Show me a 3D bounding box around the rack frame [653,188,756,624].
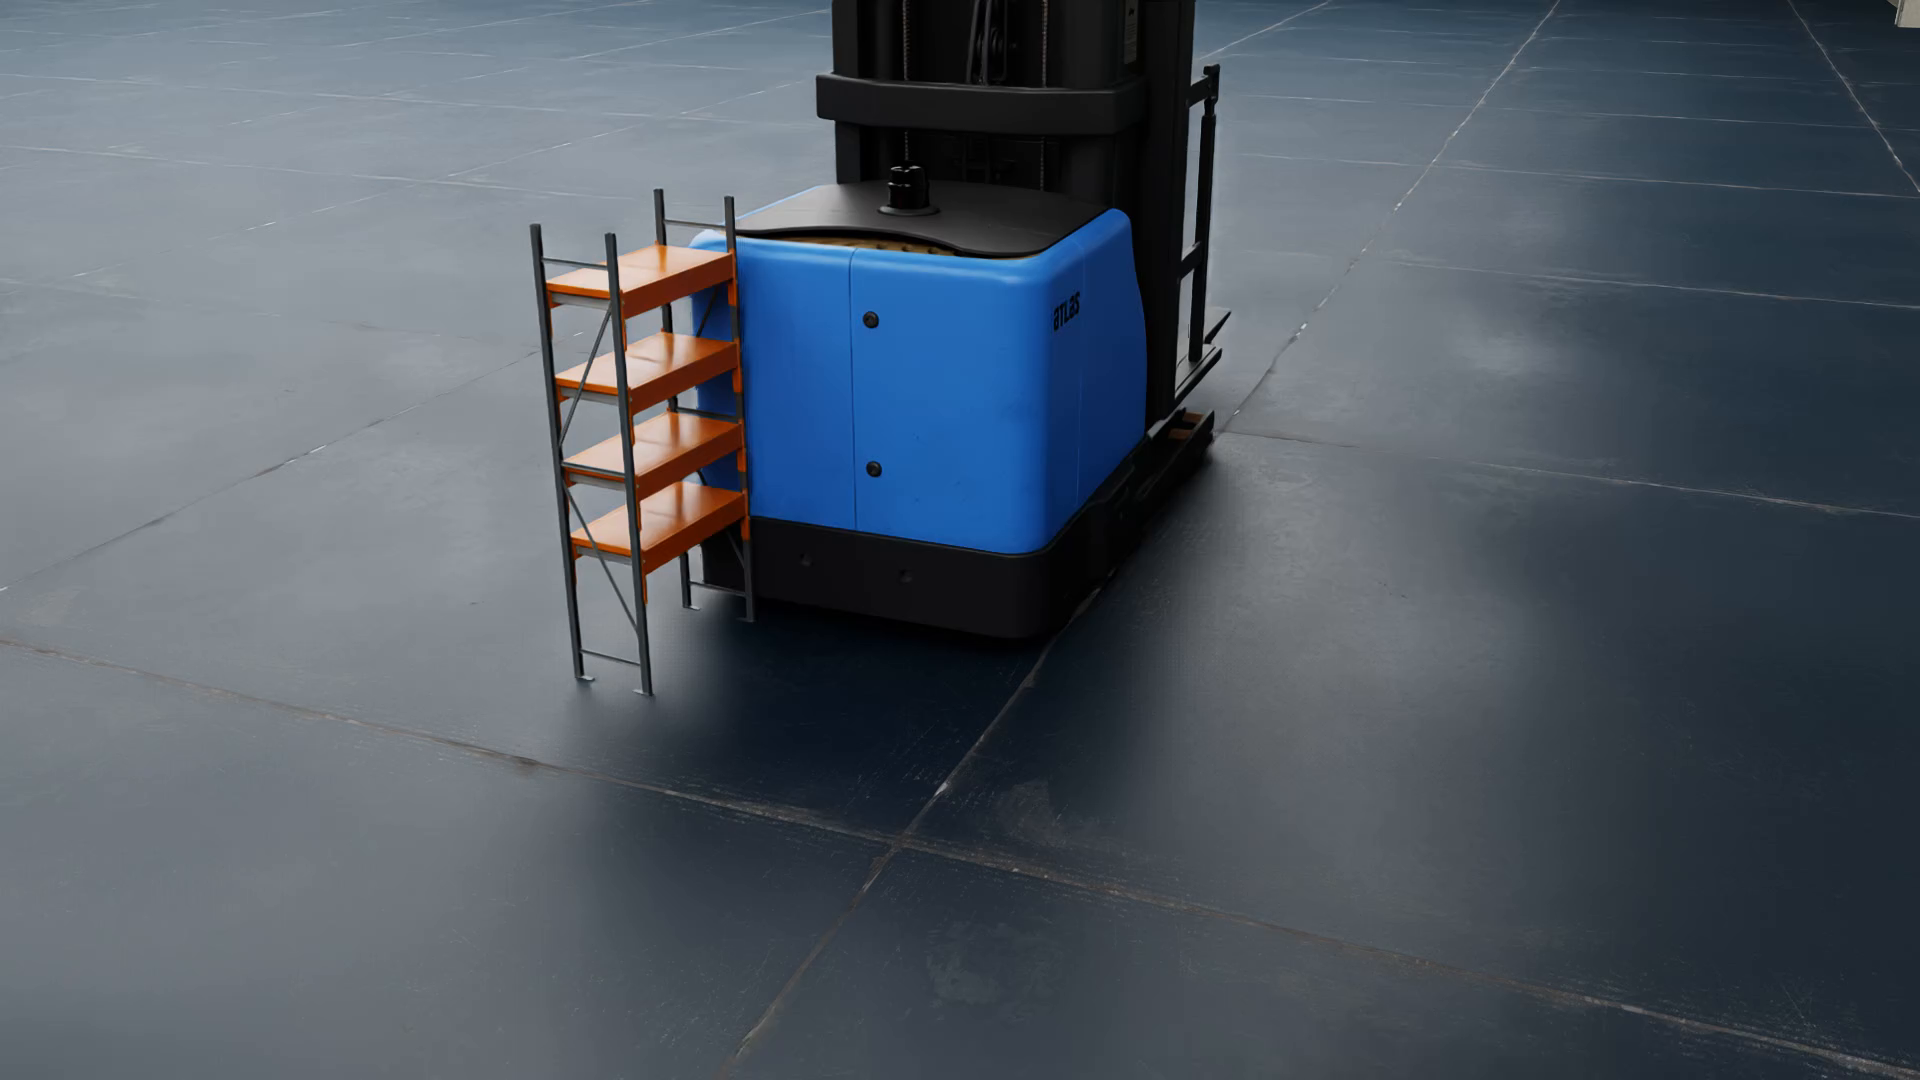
[{"bbox_3d":[-0.686,-0.340,4.506,0.240,1.200,0.015,11,25,24],"label":"rack frame"}]

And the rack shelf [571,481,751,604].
[{"bbox_3d":[-0.795,-0.010,4.407,0.258,0.148,0.480,11,25,24],"label":"rack shelf"}]

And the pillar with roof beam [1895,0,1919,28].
[{"bbox_3d":[7.554,-11.017,19.949,9.100,9.000,0.400,9,24,20],"label":"pillar with roof beam"}]

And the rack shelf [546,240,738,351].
[{"bbox_3d":[-0.795,-0.618,4.153,0.258,0.148,0.480,11,25,24],"label":"rack shelf"}]

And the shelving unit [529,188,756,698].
[{"bbox_3d":[-0.795,-0.255,4.305,0.258,1.200,0.503,11,25,24],"label":"shelving unit"}]

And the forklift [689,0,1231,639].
[{"bbox_3d":[0.269,-1.627,5.342,1.130,2.935,3.031,9,24,20],"label":"forklift"}]

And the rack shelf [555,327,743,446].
[{"bbox_3d":[-0.795,-0.400,4.245,0.258,0.148,0.480,11,25,24],"label":"rack shelf"}]

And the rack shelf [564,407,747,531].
[{"bbox_3d":[-0.795,-0.193,4.331,0.258,0.148,0.480,11,25,24],"label":"rack shelf"}]

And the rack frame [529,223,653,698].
[{"bbox_3d":[-0.903,-0.171,4.103,0.240,1.200,0.015,11,25,24],"label":"rack frame"}]
